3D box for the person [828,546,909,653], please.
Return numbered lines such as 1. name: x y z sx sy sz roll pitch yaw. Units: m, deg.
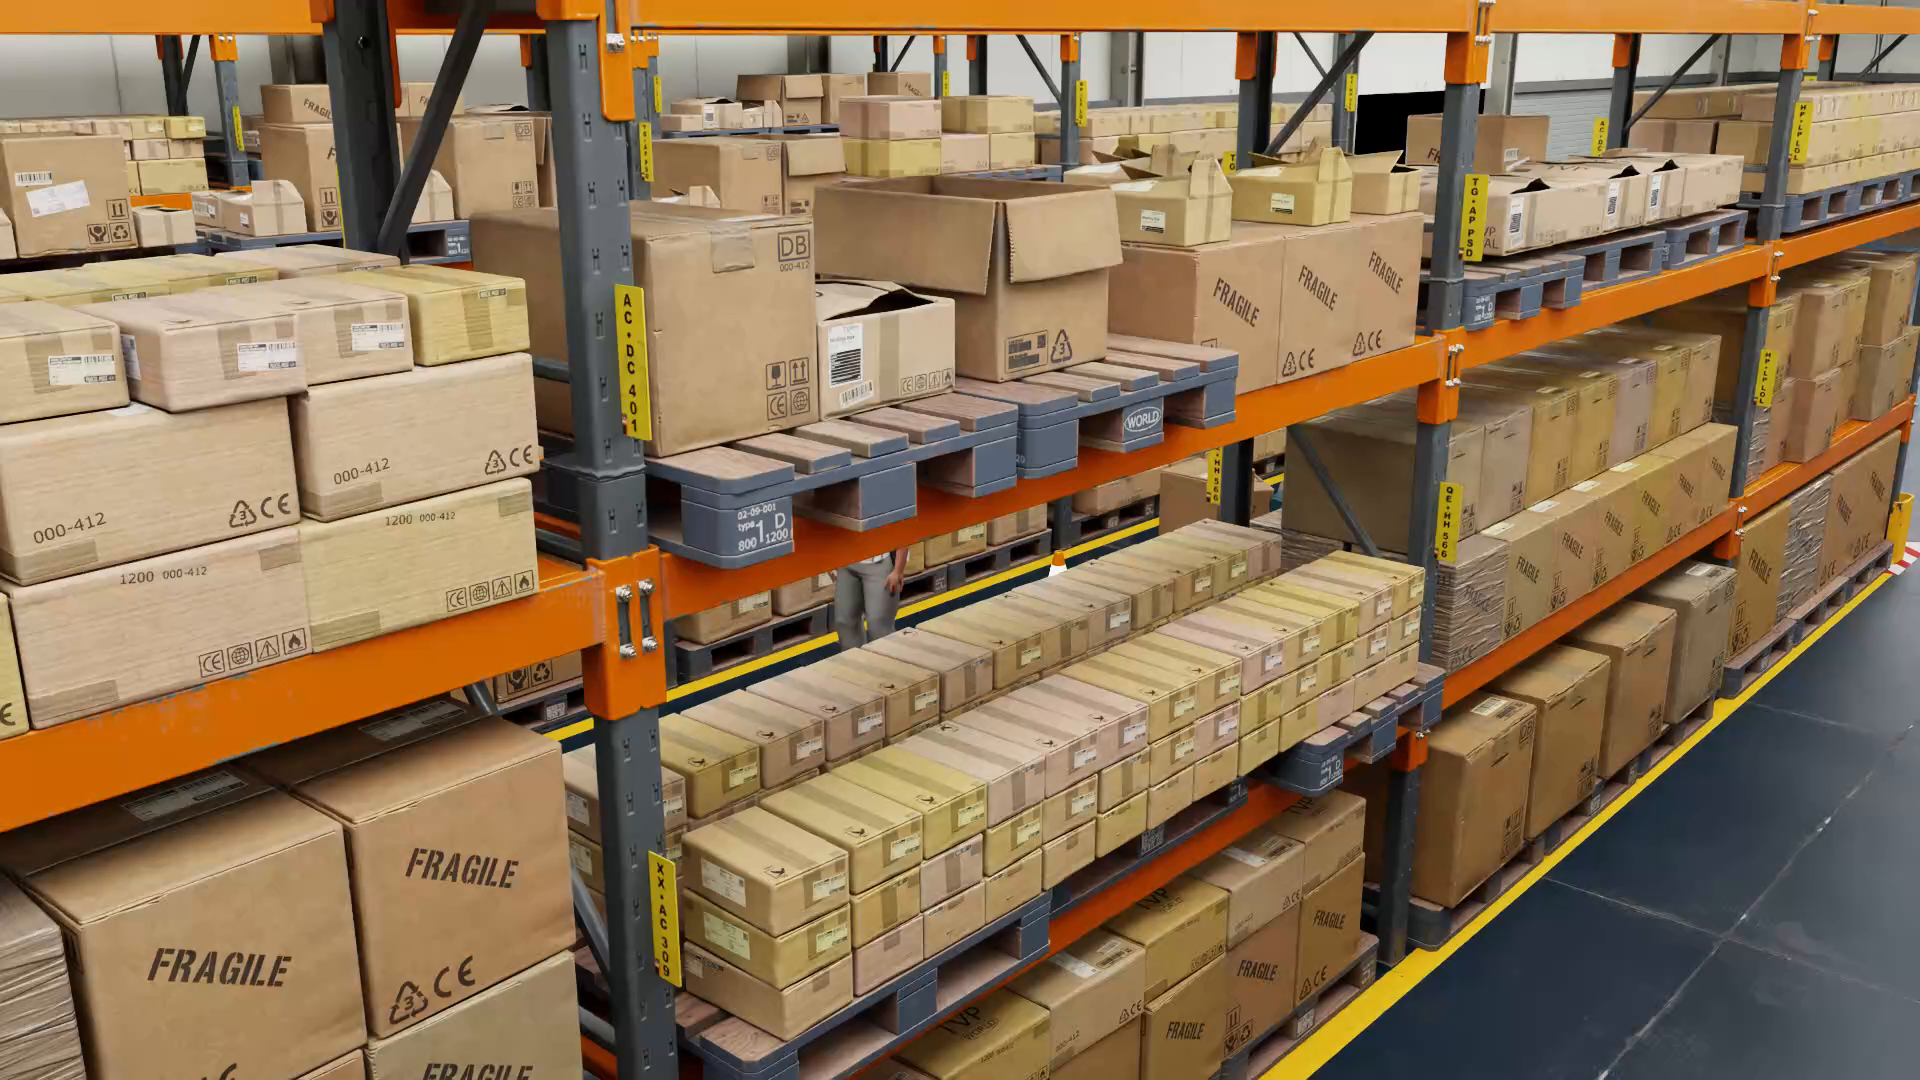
1. person: -0.544 0.133 10.086 0.599 1.748 0.431 14 21 38
